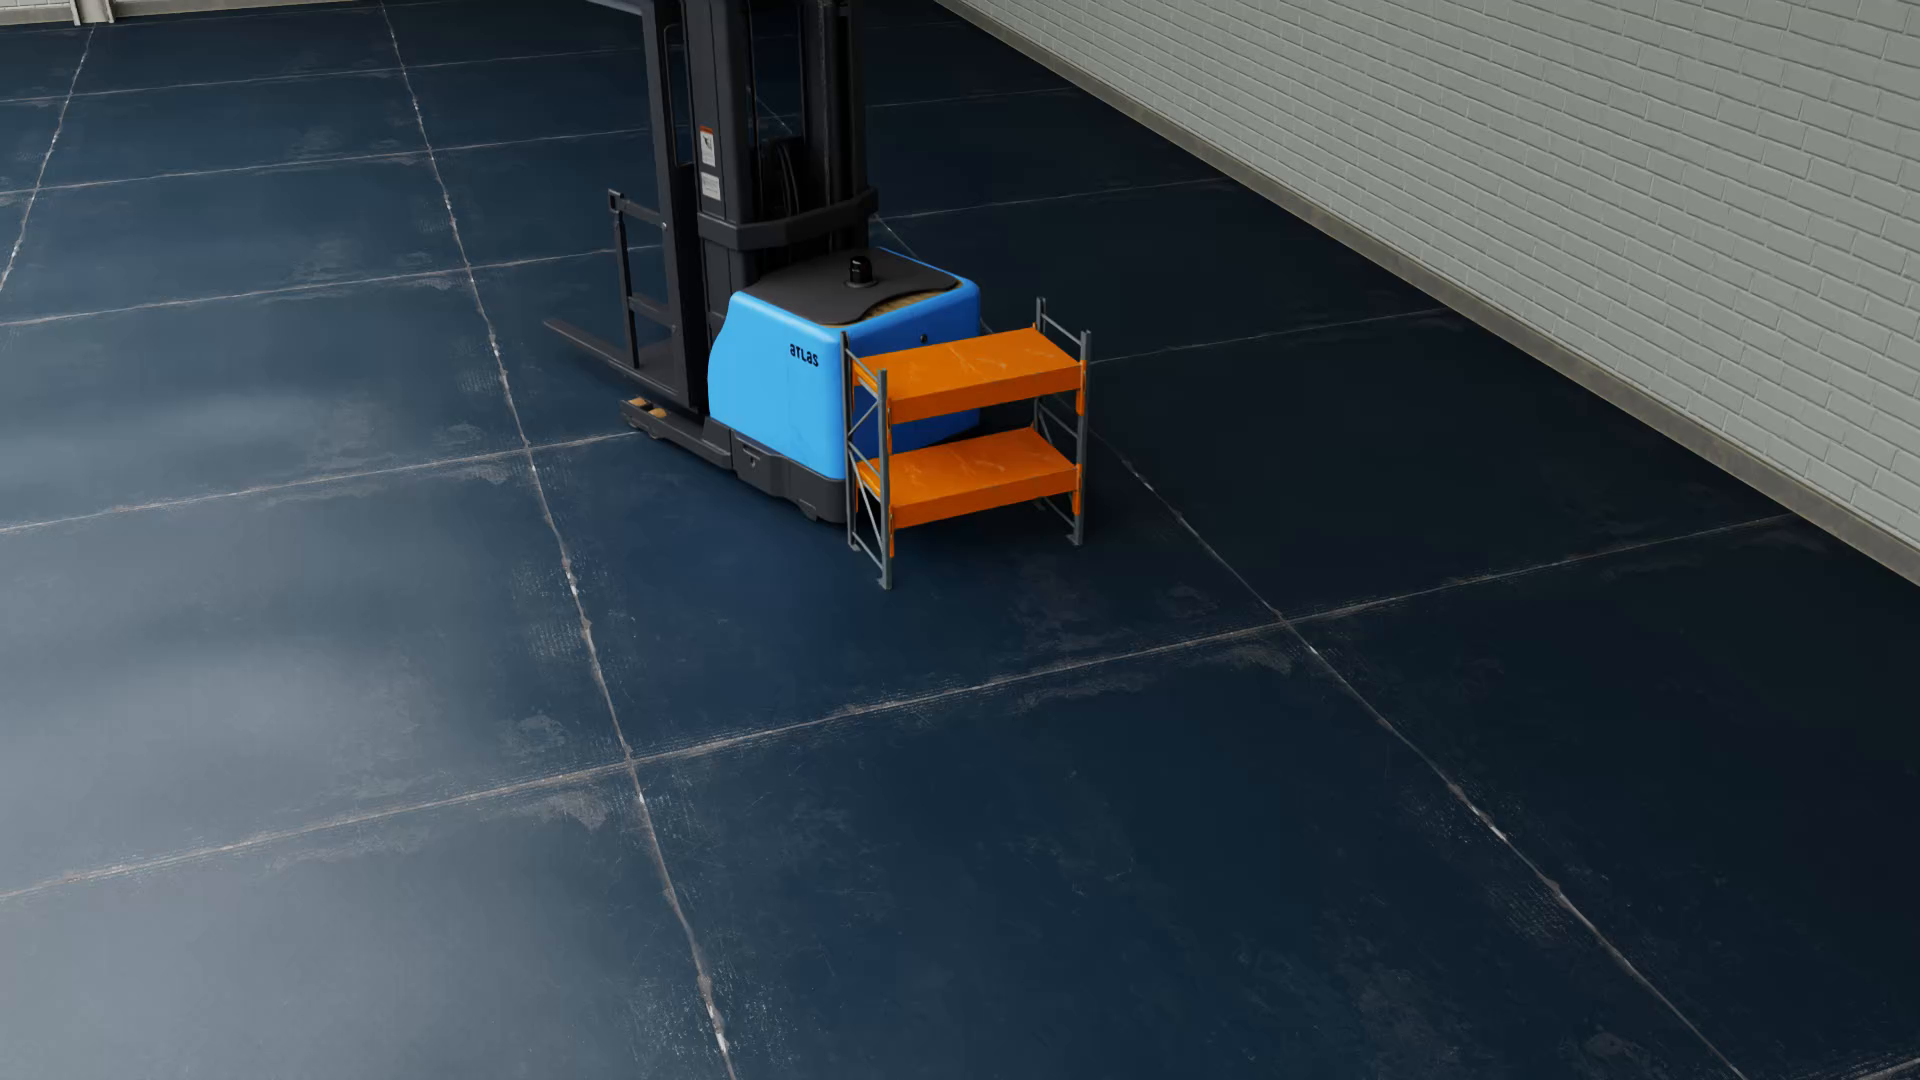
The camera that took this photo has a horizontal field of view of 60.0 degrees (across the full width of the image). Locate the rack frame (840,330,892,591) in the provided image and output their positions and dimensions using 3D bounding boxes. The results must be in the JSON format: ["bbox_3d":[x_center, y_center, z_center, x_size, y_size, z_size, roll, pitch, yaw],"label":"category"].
[{"bbox_3d":[-0.437,-0.364,7.753,0.032,1.125,0.500,-13,32,-21],"label":"rack frame"}]

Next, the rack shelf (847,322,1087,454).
[{"bbox_3d":[0.025,-0.723,7.792,1.000,0.278,0.538,-13,32,-21],"label":"rack shelf"}]

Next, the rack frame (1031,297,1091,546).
[{"bbox_3d":[0.487,-0.573,8.120,0.032,1.125,0.500,-13,32,-21],"label":"rack frame"}]

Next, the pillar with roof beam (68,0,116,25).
[{"bbox_3d":[-7.981,-7.609,12.514,0.400,9.000,9.100,-10,31,-18],"label":"pillar with roof beam"}]

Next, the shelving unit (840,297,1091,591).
[{"bbox_3d":[0.025,-0.469,7.937,1.048,1.125,0.538,-13,32,-21],"label":"shelving unit"}]

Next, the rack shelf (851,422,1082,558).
[{"bbox_3d":[0.025,-0.256,8.058,1.000,0.278,0.538,-13,32,-21],"label":"rack shelf"}]

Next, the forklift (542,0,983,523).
[{"bbox_3d":[-1.262,-1.992,8.785,1.130,2.935,3.031,-25,38,-37],"label":"forklift"}]
